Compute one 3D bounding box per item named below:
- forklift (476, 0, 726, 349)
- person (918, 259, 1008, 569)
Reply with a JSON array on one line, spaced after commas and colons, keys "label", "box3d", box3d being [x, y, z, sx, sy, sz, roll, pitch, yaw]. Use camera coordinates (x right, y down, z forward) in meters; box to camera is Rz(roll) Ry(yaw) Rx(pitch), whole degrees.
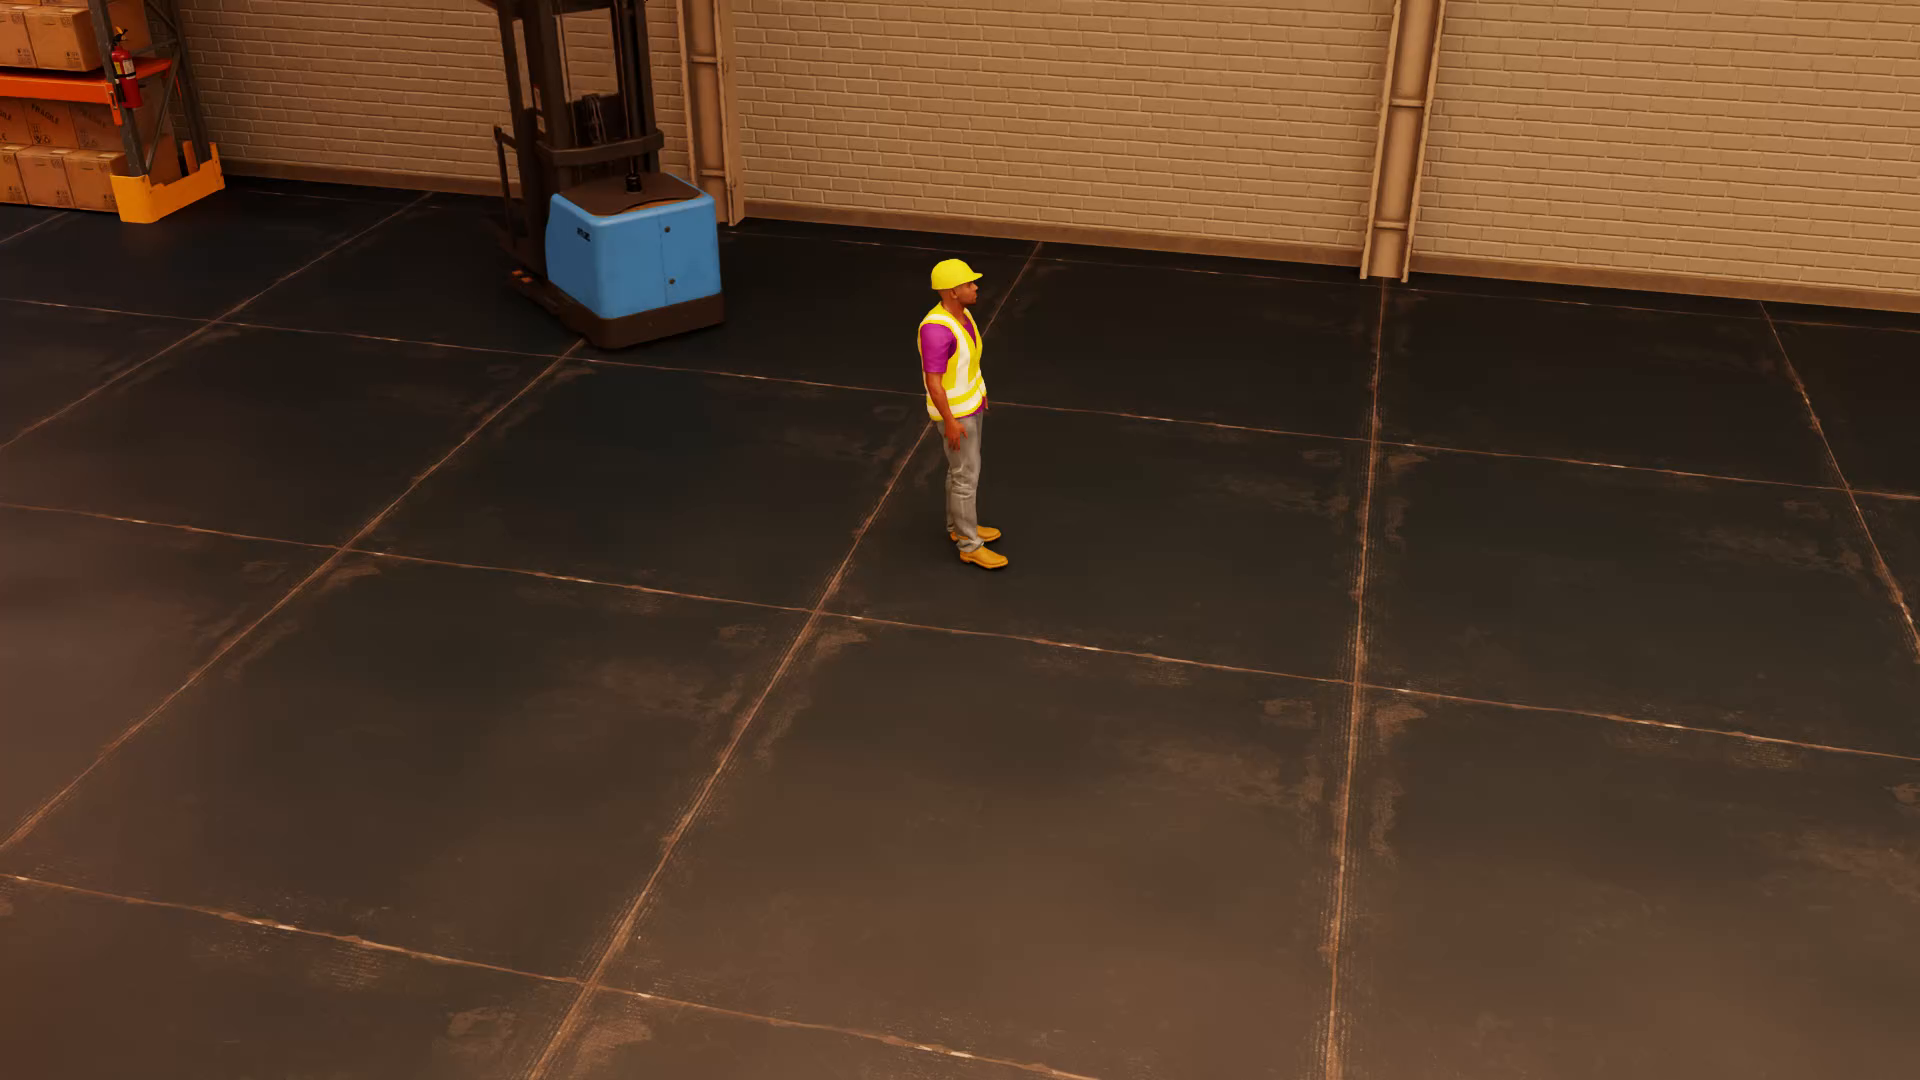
[{"label": "forklift", "box3d": [-3.099, -3.390, 13.153, 1.130, 2.935, 3.031, -19, 35, -30]}, {"label": "person", "box3d": [0.067, -0.764, 9.685, 0.575, 1.768, 0.665, 7, 30, 12]}]
